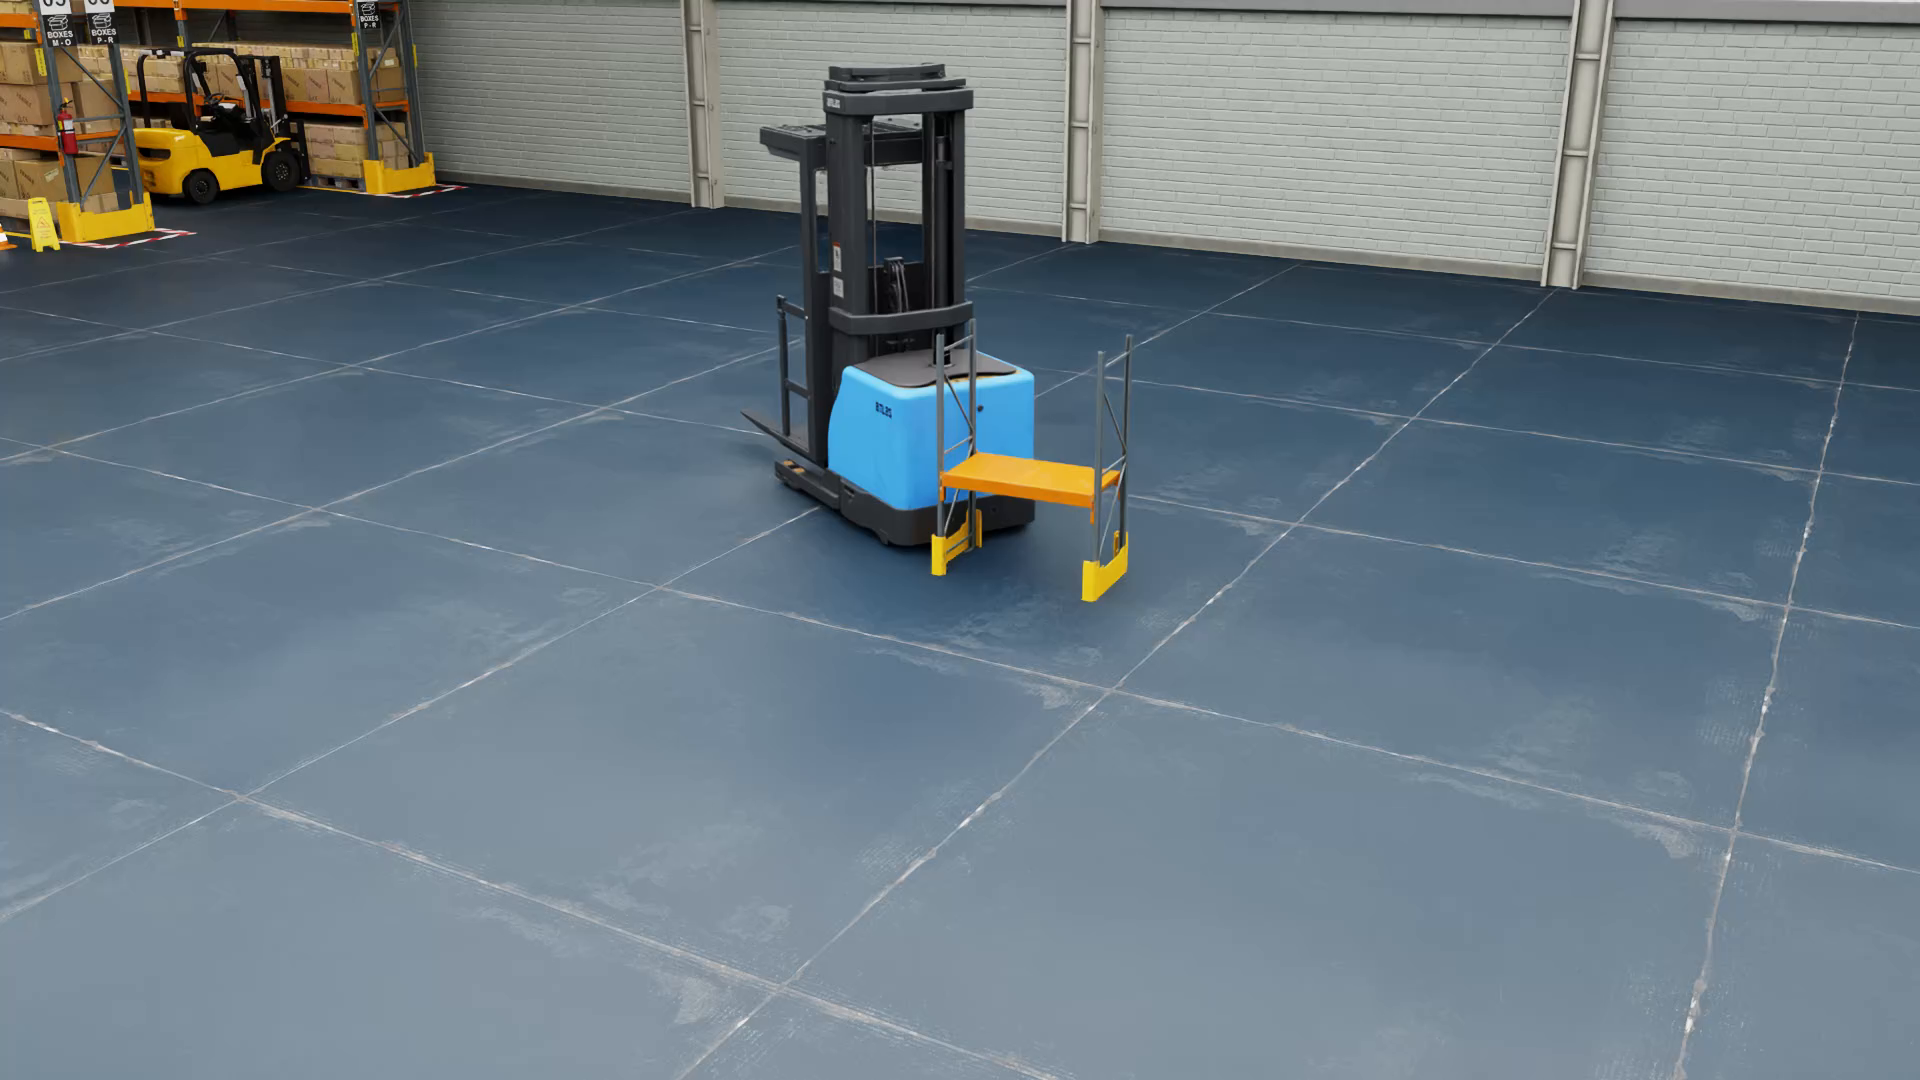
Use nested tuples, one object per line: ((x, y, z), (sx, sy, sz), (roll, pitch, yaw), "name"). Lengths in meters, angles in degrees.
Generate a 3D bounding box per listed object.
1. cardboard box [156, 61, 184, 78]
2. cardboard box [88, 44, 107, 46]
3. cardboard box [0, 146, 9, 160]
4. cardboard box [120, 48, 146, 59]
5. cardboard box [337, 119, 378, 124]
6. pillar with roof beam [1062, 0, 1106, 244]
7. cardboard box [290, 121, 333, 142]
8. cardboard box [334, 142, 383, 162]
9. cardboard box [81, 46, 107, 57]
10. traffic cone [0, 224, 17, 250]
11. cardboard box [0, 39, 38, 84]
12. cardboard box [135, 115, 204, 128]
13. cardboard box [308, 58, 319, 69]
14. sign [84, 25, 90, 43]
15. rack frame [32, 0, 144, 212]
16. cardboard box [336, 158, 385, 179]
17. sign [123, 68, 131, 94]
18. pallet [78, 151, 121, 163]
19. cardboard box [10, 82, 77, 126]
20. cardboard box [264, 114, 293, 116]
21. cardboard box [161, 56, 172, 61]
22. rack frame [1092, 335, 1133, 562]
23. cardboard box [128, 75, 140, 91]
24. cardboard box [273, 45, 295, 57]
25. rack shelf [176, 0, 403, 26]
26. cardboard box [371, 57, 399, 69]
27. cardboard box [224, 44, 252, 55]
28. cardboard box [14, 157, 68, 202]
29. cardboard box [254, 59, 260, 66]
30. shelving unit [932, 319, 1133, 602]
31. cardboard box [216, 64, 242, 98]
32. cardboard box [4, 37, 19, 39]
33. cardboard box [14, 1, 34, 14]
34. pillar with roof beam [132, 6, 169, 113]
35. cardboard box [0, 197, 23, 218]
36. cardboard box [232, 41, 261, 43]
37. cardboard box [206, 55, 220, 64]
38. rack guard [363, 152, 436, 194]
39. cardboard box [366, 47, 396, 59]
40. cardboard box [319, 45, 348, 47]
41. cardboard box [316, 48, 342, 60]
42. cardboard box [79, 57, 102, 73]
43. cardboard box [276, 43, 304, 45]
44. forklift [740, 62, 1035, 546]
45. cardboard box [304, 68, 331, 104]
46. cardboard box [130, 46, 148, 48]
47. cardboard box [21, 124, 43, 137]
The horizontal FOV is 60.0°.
((-12.791, -7.737, 27.282), (0.500, 0.250, 0.500), (10, 22, 26), "cardboard box")
((-14.868, -8.519, 28.852), (0.250, 0.149, 0.380), (11, 23, 27), "cardboard box")
((-12.561, -5.125, 21.960), (0.250, 0.149, 0.380), (11, 23, 28), "cardboard box")
((-13.774, -8.113, 27.734), (0.250, 0.149, 0.380), (11, 23, 28), "cardboard box")
((-9.511, -6.495, 26.321), (0.500, 0.250, 0.500), (11, 23, 27), "cardboard box")
((-0.537, -6.829, 16.494), (0.400, 9.000, 9.100), (11, 23, 27), "pillar with roof beam")
((-10.194, -6.424, 26.127), (0.500, 0.250, 0.500), (11, 23, 28), "cardboard box")
((-9.323, -6.029, 25.771), (0.500, 0.250, 0.500), (10, 22, 27), "cardboard box")
((-14.657, -8.291, 28.226), (0.250, 0.149, 0.380), (11, 23, 28), "cardboard box")
((-12.168, -3.918, 20.988), (0.334, 0.463, 0.336), (11, 23, 27), "traffic cone")
((-12.154, -6.186, 21.472), (0.500, 0.500, 0.700), (11, 23, 28), "cardboard box")
((-13.373, -6.863, 28.251), (0.625, 0.625, 0.875), (11, 22, 27), "cardboard box")
((-9.830, -7.367, 25.678), (0.250, 0.149, 0.380), (11, 22, 27), "cardboard box")
((-15.462, -8.942, 29.419), (0.005, 0.325, 0.100), (11, 23, 27), "sign")
((-11.163, -5.423, 21.417), (0.127, 3.000, 1.000), (11, 23, 27), "rack frame")
((-9.310, -5.790, 25.846), (0.500, 0.250, 0.500), (11, 23, 28), "cardboard box")
((-10.899, -5.992, 21.715), (0.005, 0.325, 0.100), (11, 23, 27), "sign")
((-15.030, -6.773, 29.226), (1.213, 0.211, 1.003), (11, 23, 27), "pallet")
((-11.772, -5.618, 21.372), (0.500, 0.500, 0.500), (10, 22, 26), "cardboard box")
((-11.264, -6.838, 27.266), (0.500, 0.250, 0.500), (10, 22, 27), "cardboard box")
((-12.879, -7.947, 27.276), (0.250, 0.149, 0.380), (10, 22, 27), "cardboard box")
((0.899, -0.427, 9.844), (0.032, 1.500, 0.500), (9, 22, 24), "rack frame")
((-13.666, -7.676, 27.847), (0.500, 0.250, 0.500), (11, 23, 28), "cardboard box")
((-10.503, -7.643, 26.003), (0.250, 0.149, 0.380), (11, 23, 28), "cardboard box")
((-10.492, -8.306, 26.020), (4.000, 0.370, 1.077), (11, 23, 27), "rack shelf")
((-8.916, -7.387, 25.733), (0.250, 0.149, 0.380), (10, 22, 26), "cardboard box")
((-11.430, -7.787, 26.400), (0.250, 0.149, 0.380), (11, 23, 28), "cardboard box")
((-11.990, -4.736, 21.840), (0.500, 0.500, 0.500), (11, 23, 28), "cardboard box")
((-10.985, -7.566, 26.226), (0.250, 0.149, 0.380), (10, 22, 26), "cardboard box")
((0.432, -0.503, 10.053), (1.083, 1.500, 0.587), (9, 22, 24), "shelving unit")
((-11.515, -7.380, 26.666), (0.500, 0.500, 0.500), (11, 23, 28), "cardboard box")
((-17.245, -8.694, 29.667), (0.637, 0.503, 0.797), (10, 22, 26), "cardboard box")
((-11.611, -6.691, 20.882), (0.250, 0.149, 0.380), (11, 23, 28), "cardboard box")
((-16.252, -9.822, 24.746), (0.400, 9.000, 9.100), (11, 23, 27), "pillar with roof beam")
((-12.449, -4.471, 22.208), (0.500, 0.250, 0.500), (11, 23, 27), "cardboard box")
((-11.613, -8.041, 27.100), (0.250, 0.149, 0.380), (10, 22, 26), "cardboard box")
((-11.861, -7.745, 26.719), (0.250, 0.149, 0.380), (11, 23, 29), "cardboard box")
((-8.725, -5.722, 25.907), (0.348, 0.500, 1.175), (11, 23, 27), "rack guard")
((-8.935, -7.513, 25.643), (0.250, 0.149, 0.380), (10, 22, 26), "cardboard box")
((-9.835, -7.688, 26.126), (0.250, 0.149, 0.380), (12, 23, 29), "cardboard box")
((-9.634, -7.457, 25.490), (0.250, 0.149, 0.380), (11, 23, 28), "cardboard box")
((-14.577, -8.074, 28.211), (0.500, 0.250, 0.500), (10, 22, 26), "cardboard box")
((-10.710, -7.873, 26.636), (0.250, 0.149, 0.380), (11, 22, 27), "cardboard box")
((-0.676, -1.795, 11.515), (1.130, 2.935, 3.031), (-11, 23, -28), "forklift")
((-9.752, -7.041, 25.731), (0.500, 0.500, 0.500), (12, 23, 29), "cardboard box")
((-13.998, -8.340, 28.361), (0.250, 0.149, 0.380), (12, 23, 29), "cardboard box")
((-11.869, -5.313, 21.481), (0.250, 0.149, 0.380), (10, 22, 27), "cardboard box")
